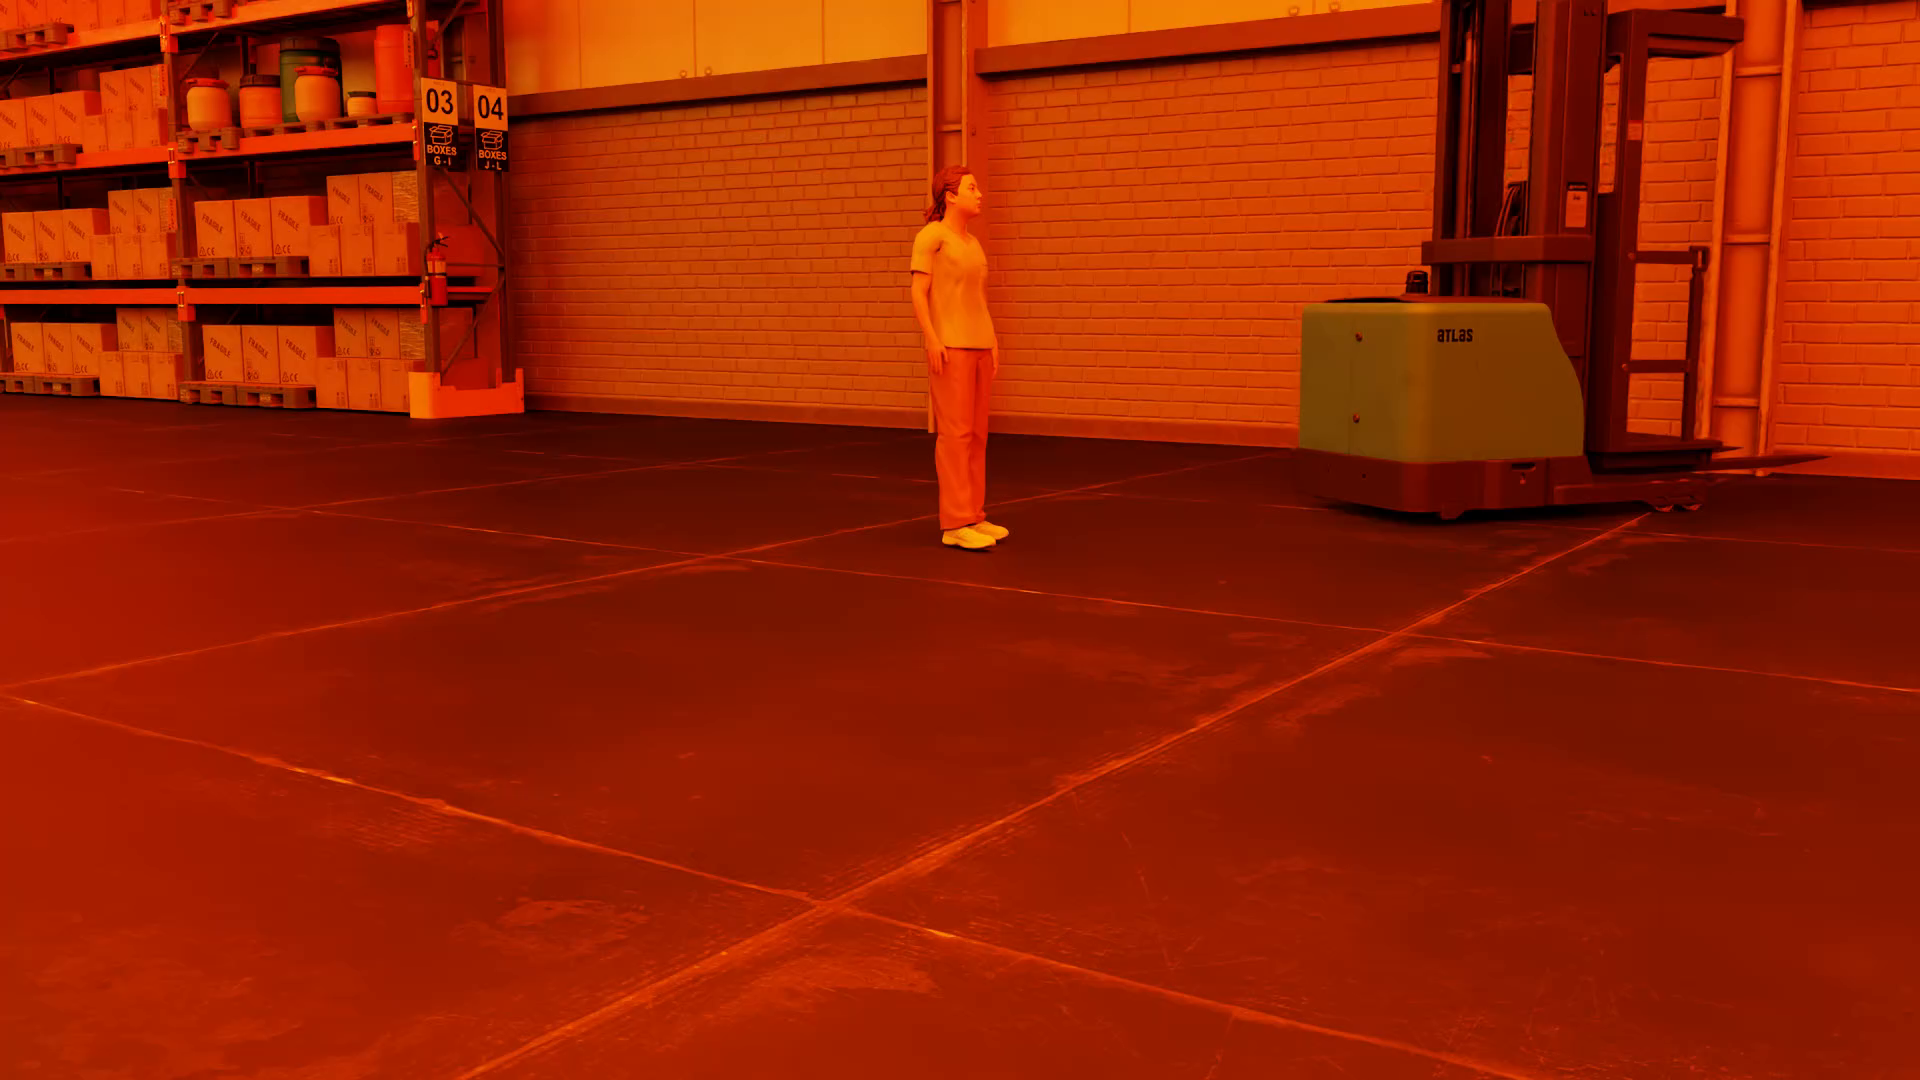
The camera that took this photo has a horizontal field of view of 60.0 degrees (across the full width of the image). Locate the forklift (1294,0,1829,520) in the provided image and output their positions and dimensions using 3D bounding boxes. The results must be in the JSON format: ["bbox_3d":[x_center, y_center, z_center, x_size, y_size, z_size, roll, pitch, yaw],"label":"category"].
[{"bbox_3d":[3.351,-1.658,8.855,3.031,2.935,1.130,-3,9,-23],"label":"forklift"}]

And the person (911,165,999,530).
[{"bbox_3d":[0.009,-0.868,7.470,0.427,1.609,0.535,5,10,34],"label":"person"}]
